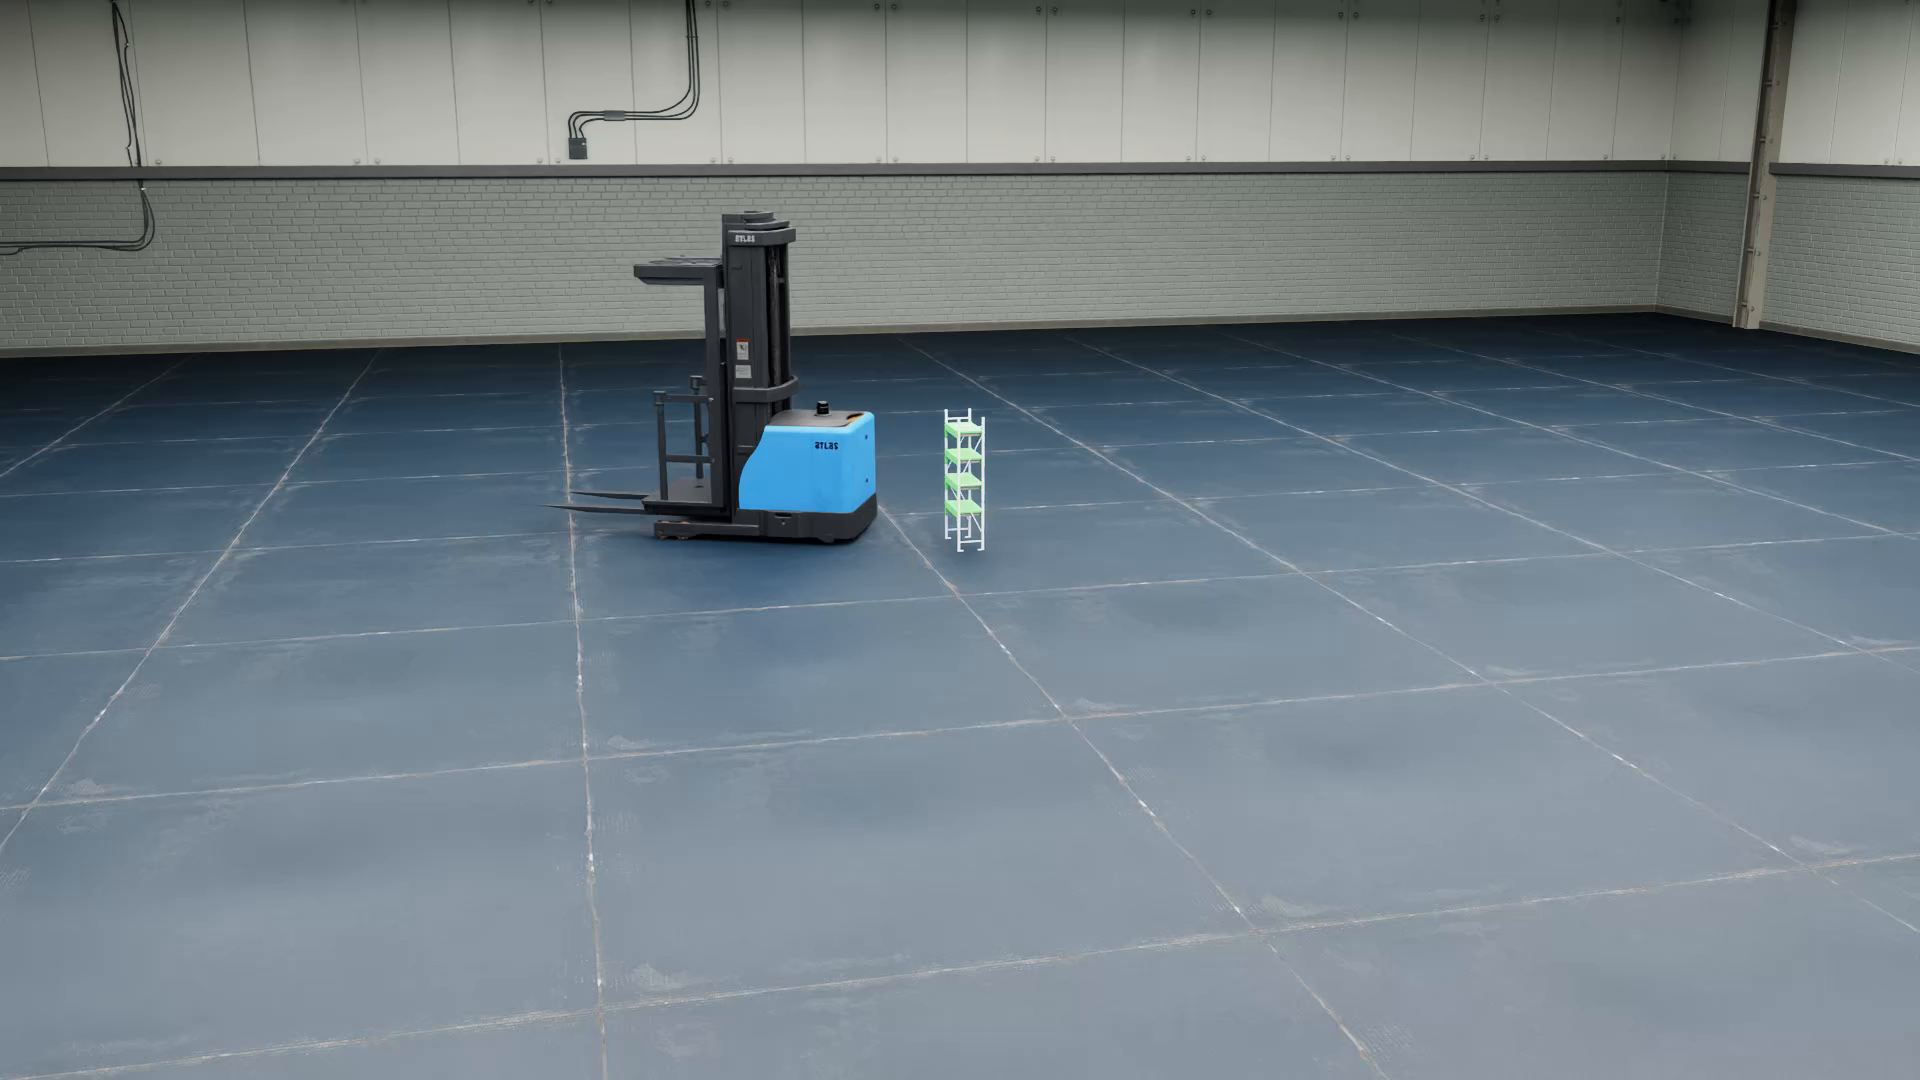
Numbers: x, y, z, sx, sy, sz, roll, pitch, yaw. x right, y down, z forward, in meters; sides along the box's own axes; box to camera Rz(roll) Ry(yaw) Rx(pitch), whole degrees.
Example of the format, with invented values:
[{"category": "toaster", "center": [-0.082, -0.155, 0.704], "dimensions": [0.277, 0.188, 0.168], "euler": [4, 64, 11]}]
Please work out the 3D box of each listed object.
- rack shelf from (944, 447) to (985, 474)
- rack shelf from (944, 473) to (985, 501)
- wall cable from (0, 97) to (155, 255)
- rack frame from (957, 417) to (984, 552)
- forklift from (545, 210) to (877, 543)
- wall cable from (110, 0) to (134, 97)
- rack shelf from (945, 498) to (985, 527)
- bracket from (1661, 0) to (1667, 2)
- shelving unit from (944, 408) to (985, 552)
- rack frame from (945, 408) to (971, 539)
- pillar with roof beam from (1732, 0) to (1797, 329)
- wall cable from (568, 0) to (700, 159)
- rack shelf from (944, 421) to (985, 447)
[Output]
[{"category": "rack shelf", "center": [0.039, -0.716, 14.910], "dimensions": [0.258, 0.148, 0.480], "euler": [-3, 14, -13]}, {"category": "rack shelf", "center": [0.039, -0.483, 14.966], "dimensions": [0.258, 0.148, 0.480], "euler": [-3, 14, -13]}, {"category": "wall cable", "center": [-14.918, -5.942, 27.153], "dimensions": [3.097, 2.526, 0.112], "euler": [-3, 14, -13]}, {"category": "rack frame", "center": [0.096, -0.488, 14.721], "dimensions": [0.240, 1.200, 0.015], "euler": [-3, 14, -13]}, {"category": "forklift", "center": [-2.359, -1.546, 15.401], "dimensions": [3.031, 2.935, 1.130], "euler": [2, 14, 10]}, {"category": "wall cable", "center": [-12.288, -8.546, 27.171], "dimensions": [3.097, 2.526, 0.112], "euler": [-3, 14, -13]}, {"category": "rack shelf", "center": [0.039, -0.249, 15.023], "dimensions": [0.258, 0.148, 0.480], "euler": [-3, 14, -13]}, {"category": "bracket", "center": [14.108, -10.824, 33.009], "dimensions": [0.235, 0.232, 0.430], "euler": [-3, 14, -13]}, {"category": "shelving unit", "center": [0.039, -0.545, 14.951], "dimensions": [0.258, 1.200, 0.503], "euler": [-3, 14, -13]}, {"category": "rack frame", "center": [-0.018, -0.601, 15.182], "dimensions": [0.240, 1.200, 0.015], "euler": [-3, 14, -13]}, {"category": "pillar with roof beam", "center": [10.923, -8.213, 29.905], "dimensions": [9.100, 9.000, 0.548], "euler": [-3, 14, -13]}, {"category": "wall cable", "center": [-5.686, -9.628, 28.532], "dimensions": [2.305, 6.003, 0.169], "euler": [-3, 14, -13]}, {"category": "rack shelf", "center": [0.039, -0.949, 14.853], "dimensions": [0.258, 0.148, 0.480], "euler": [-3, 14, -13]}]
